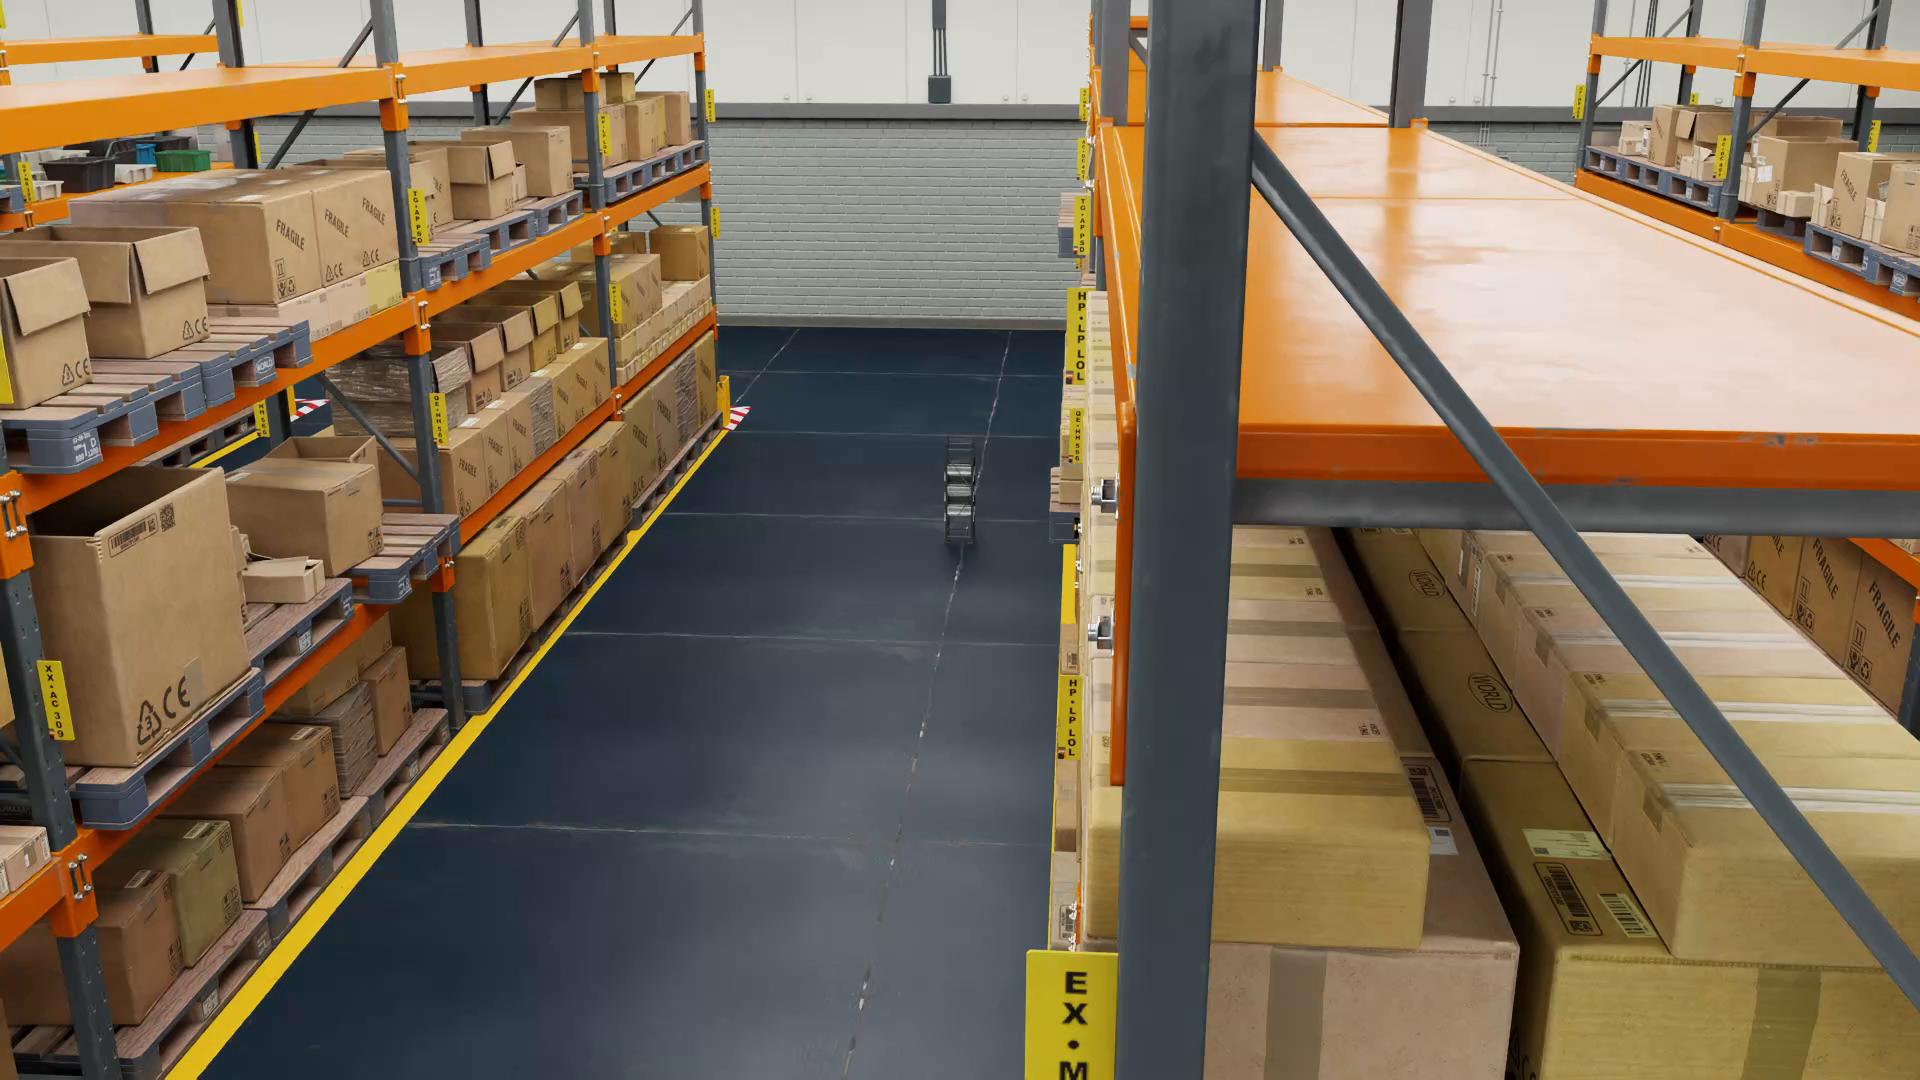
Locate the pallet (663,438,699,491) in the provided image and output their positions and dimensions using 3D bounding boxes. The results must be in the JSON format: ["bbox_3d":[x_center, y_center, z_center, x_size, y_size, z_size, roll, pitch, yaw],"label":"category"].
[{"bbox_3d":[-3.204,-0.759,16.401,1.003,0.211,1.213,1,18,4],"label":"pallet"}]

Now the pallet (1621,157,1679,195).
[{"bbox_3d":[6.622,-3.264,14.891,1.003,0.211,1.213,1,18,4],"label":"pallet"}]

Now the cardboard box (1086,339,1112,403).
[{"bbox_3d":[0.526,-0.433,4.398,0.380,0.149,0.250,1,18,3],"label":"cardboard box"}]

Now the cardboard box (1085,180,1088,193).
[{"bbox_3d":[1.284,-2.840,13.698,0.500,0.250,0.500,2,18,5],"label":"cardboard box"}]

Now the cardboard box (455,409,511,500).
[{"bbox_3d":[-3.368,-0.580,11.216,0.500,0.500,0.500,1,18,2],"label":"cardboard box"}]

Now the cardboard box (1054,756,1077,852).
[{"bbox_3d":[0.972,1.532,7.869,1.050,0.750,0.750,1,18,4],"label":"cardboard box"}]

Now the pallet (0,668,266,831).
[{"bbox_3d":[-3.795,0.872,7.253,1.003,0.211,1.213,1,18,4],"label":"pallet"}]

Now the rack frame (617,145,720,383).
[{"bbox_3d":[-3.135,-2.712,17.883,1.000,3.000,0.127,1,18,4],"label":"rack frame"}]

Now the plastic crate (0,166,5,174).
[{"bbox_3d":[-8.615,-3.216,14.873,0.416,0.233,0.300,1,18,4],"label":"plastic crate"}]

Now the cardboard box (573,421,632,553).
[{"bbox_3d":[-3.448,-0.461,13.749,1.225,0.875,0.875,1,18,4],"label":"cardboard box"}]

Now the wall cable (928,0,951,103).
[{"bbox_3d":[0.708,-8.771,21.573,2.277,5.999,0.120,1,18,4],"label":"wall cable"}]

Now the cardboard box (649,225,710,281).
[{"bbox_3d":[-2.908,-2.981,17.263,0.500,0.500,0.500,2,18,5],"label":"cardboard box"}]

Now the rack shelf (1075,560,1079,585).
[{"bbox_3d":[1.375,-0.365,11.874,1.077,0.370,4.000,1,18,4],"label":"rack shelf"}]

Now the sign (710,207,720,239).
[{"bbox_3d":[-2.595,-3.359,17.616,0.100,0.325,0.005,1,18,4],"label":"sign"}]

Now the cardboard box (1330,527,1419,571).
[{"bbox_3d":[1.056,0.042,3.588,0.500,0.250,0.500,1,18,4],"label":"cardboard box"}]

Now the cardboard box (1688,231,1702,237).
[{"bbox_3d":[6.849,-2.727,15.121,0.380,0.149,0.250,2,18,6],"label":"cardboard box"}]

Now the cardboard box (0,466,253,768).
[{"bbox_3d":[-3.799,0.287,7.094,1.000,1.000,1.000,1,18,4],"label":"cardboard box"}]

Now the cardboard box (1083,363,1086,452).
[{"bbox_3d":[0.630,-0.440,5.060,0.500,0.250,0.500,1,18,4],"label":"cardboard box"}]

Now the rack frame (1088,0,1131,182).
[{"bbox_3d":[1.518,-4.179,12.724,1.000,3.000,0.127,1,18,4],"label":"rack frame"}]

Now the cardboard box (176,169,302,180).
[{"bbox_3d":[-3.999,-1.798,9.312,0.500,0.500,0.500,1,18,4],"label":"cardboard box"}]

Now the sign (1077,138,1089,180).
[{"bbox_3d":[0.976,-3.009,13.140,0.100,0.325,0.005,1,18,4],"label":"sign"}]

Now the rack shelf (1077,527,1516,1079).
[{"bbox_3d":[0.801,0.694,3.824,1.077,0.370,4.000,1,18,4],"label":"rack shelf"}]

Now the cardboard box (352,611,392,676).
[{"bbox_3d":[-3.727,0.604,9.867,0.500,0.250,0.500,2,18,6],"label":"cardboard box"}]

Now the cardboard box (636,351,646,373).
[{"bbox_3d":[-3.032,-1.598,14.887,0.380,0.149,0.250,2,18,6],"label":"cardboard box"}]

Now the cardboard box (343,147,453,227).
[{"bbox_3d":[-3.762,-2.361,11.159,0.500,0.500,0.500,2,18,7],"label":"cardboard box"}]

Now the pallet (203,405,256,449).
[{"bbox_3d":[-8.173,-1.242,17.875,1.003,0.211,1.213,1,18,4],"label":"pallet"}]

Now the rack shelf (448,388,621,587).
[{"bbox_3d":[-3.565,-0.507,12.308,1.077,0.370,4.000,1,18,4],"label":"rack shelf"}]

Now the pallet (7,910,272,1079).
[{"bbox_3d":[-3.941,2.098,7.681,1.003,0.211,1.213,1,18,4],"label":"pallet"}]

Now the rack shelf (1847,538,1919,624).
[{"bbox_3d":[6.319,-0.286,11.633,1.077,0.370,4.000,1,18,4],"label":"rack shelf"}]

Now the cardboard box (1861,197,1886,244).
[{"bbox_3d":[5.926,-2.003,10.443,0.396,0.266,0.258,1,18,3],"label":"cardboard box"}]

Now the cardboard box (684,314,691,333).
[{"bbox_3d":[-2.904,-2.158,16.594,0.380,0.149,0.250,1,18,3],"label":"cardboard box"}]

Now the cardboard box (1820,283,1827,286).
[{"bbox_3d":[6.738,-1.914,13.680,0.500,0.500,0.500,1,18,4],"label":"cardboard box"}]

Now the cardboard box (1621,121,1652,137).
[{"bbox_3d":[6.807,-3.950,16.250,0.500,0.250,0.500,0,18,-1],"label":"cardboard box"}]

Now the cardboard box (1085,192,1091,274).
[{"bbox_3d":[1.042,-1.897,10.417,0.500,0.500,0.500,1,18,4],"label":"cardboard box"}]

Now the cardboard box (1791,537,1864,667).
[{"bbox_3d":[6.377,0.314,11.385,0.875,0.875,0.875,2,18,5],"label":"cardboard box"}]

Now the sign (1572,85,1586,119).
[{"bbox_3d":[6.196,-4.384,16.636,0.100,0.325,0.005,1,18,4],"label":"sign"}]

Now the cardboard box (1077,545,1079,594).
[{"bbox_3d":[1.044,0.171,11.219,0.500,0.250,0.500,2,18,5],"label":"cardboard box"}]

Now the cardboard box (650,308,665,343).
[{"bbox_3d":[-3.055,-1.995,15.458,0.500,0.250,0.500,2,18,5],"label":"cardboard box"}]

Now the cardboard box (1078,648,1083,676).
[{"bbox_3d":[0.752,0.784,7.051,0.500,0.500,0.500,1,18,3],"label":"cardboard box"}]

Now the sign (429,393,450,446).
[{"bbox_3d":[-3.167,-0.731,10.104,0.100,0.325,0.005,1,18,4],"label":"sign"}]

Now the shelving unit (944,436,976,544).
[{"bbox_3d":[0.001,-0.430,14.291,0.258,0.900,0.210,1,18,4],"label":"shelving unit"}]

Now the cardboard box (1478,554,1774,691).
[{"bbox_3d":[1.055,0.135,2.665,0.380,0.149,0.250,1,18,4],"label":"cardboard box"}]

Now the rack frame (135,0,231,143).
[{"bbox_3d":[-8.075,-5.674,17.286,1.000,3.000,0.127,1,18,4],"label":"rack frame"}]

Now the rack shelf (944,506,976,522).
[{"bbox_3d":[0.001,-0.227,14.357,0.258,0.077,0.200,1,18,4],"label":"rack shelf"}]

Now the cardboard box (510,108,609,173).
[{"bbox_3d":[-3.426,-3.434,14.274,0.700,0.500,0.500,0,18,1],"label":"cardboard box"}]

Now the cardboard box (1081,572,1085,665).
[{"bbox_3d":[0.471,0.182,3.803,0.380,0.149,0.250,2,18,5],"label":"cardboard box"}]

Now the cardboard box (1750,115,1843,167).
[{"bbox_3d":[6.714,-3.147,13.396,0.500,0.500,0.500,2,18,5],"label":"cardboard box"}]

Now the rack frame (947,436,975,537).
[{"bbox_3d":[0.008,-0.462,14.387,0.240,0.900,0.006,1,18,4],"label":"rack frame"}]

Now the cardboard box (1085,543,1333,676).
[{"bbox_3d":[0.398,0.117,2.718,0.380,0.149,0.250,2,18,5],"label":"cardboard box"}]

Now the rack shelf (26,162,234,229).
[{"bbox_3d":[-8.219,-3.285,15.970,1.077,0.370,4.000,1,18,4],"label":"rack shelf"}]

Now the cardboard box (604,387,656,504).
[{"bbox_3d":[-3.295,-0.863,14.977,0.875,0.875,0.875,1,18,4],"label":"cardboard box"}]

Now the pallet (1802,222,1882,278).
[{"bbox_3d":[6.246,-1.891,10.861,1.003,0.211,1.213,2,18,6],"label":"pallet"}]

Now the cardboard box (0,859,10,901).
[{"bbox_3d":[-3.745,1.285,6.088,0.380,0.149,0.250,1,18,4],"label":"cardboard box"}]

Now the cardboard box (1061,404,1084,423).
[{"bbox_3d":[0.848,-0.770,10.730,0.380,0.149,0.250,2,18,6],"label":"cardboard box"}]
